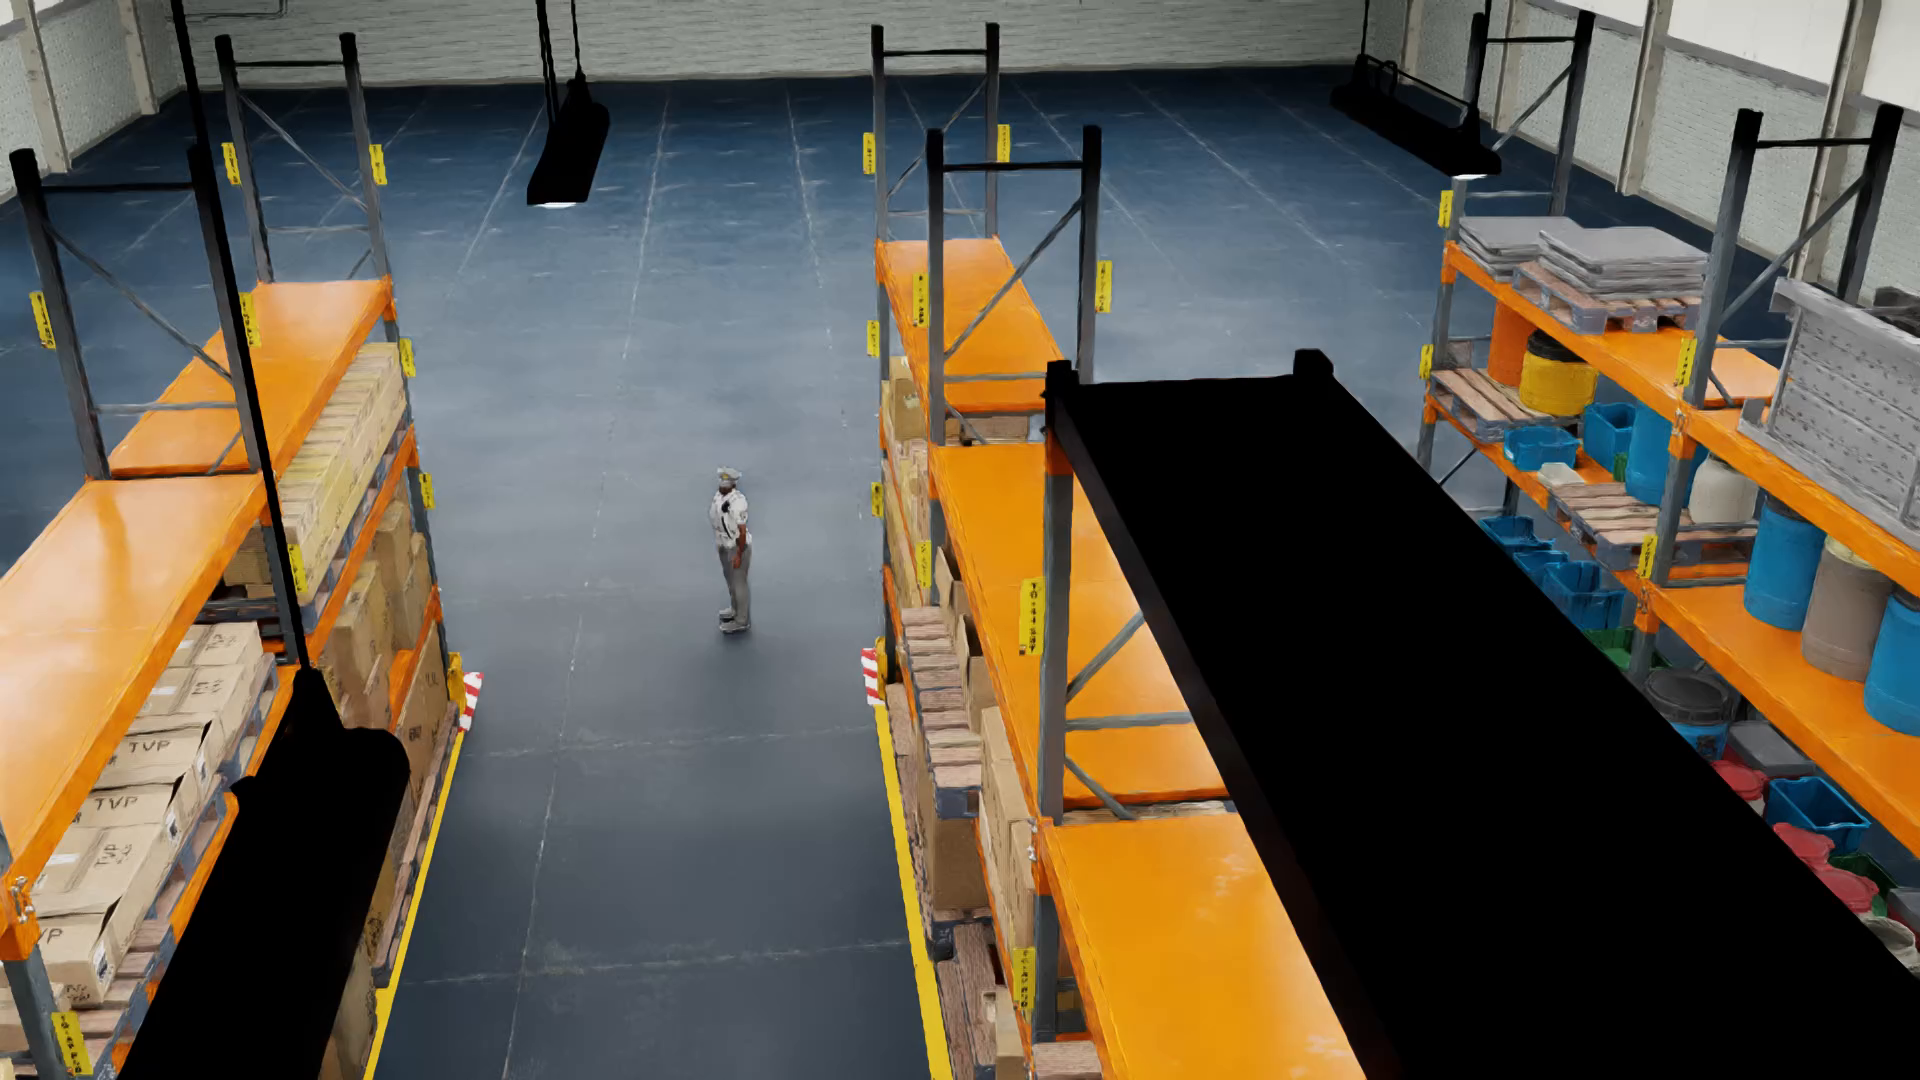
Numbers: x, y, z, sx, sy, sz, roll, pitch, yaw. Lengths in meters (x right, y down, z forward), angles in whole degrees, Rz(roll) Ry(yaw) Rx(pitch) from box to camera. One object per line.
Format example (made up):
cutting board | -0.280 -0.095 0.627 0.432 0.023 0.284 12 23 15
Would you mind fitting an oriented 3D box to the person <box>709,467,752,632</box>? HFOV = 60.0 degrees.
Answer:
person | -2.269 0.078 16.376 0.422 1.677 0.502 -18 31 -33
